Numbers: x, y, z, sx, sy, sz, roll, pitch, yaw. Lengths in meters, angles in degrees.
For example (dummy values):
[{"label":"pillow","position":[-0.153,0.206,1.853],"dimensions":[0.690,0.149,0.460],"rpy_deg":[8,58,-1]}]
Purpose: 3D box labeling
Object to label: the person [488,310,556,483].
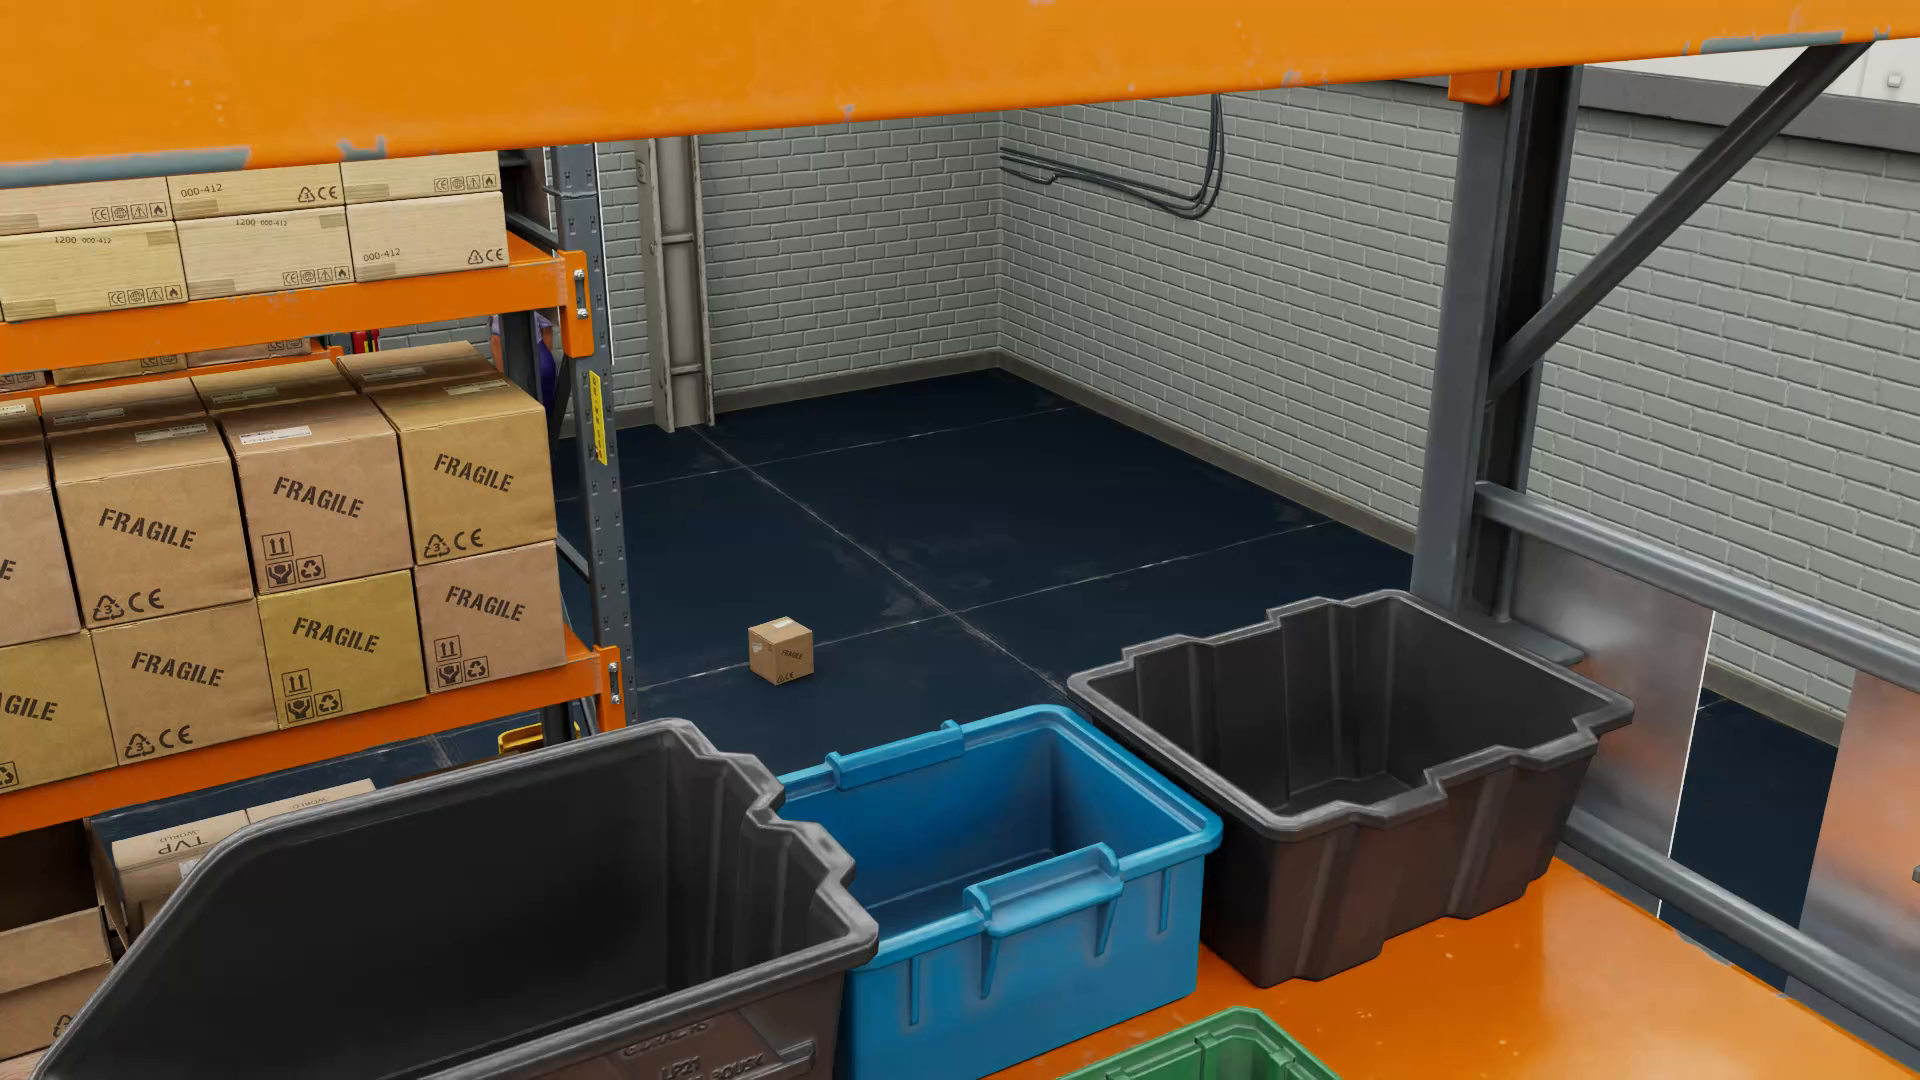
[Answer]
[{"label":"person","position":[-3.035,-1.162,11.488],"dimensions":[0.475,1.656,0.430],"rpy_deg":[-16,27,-35]}]
